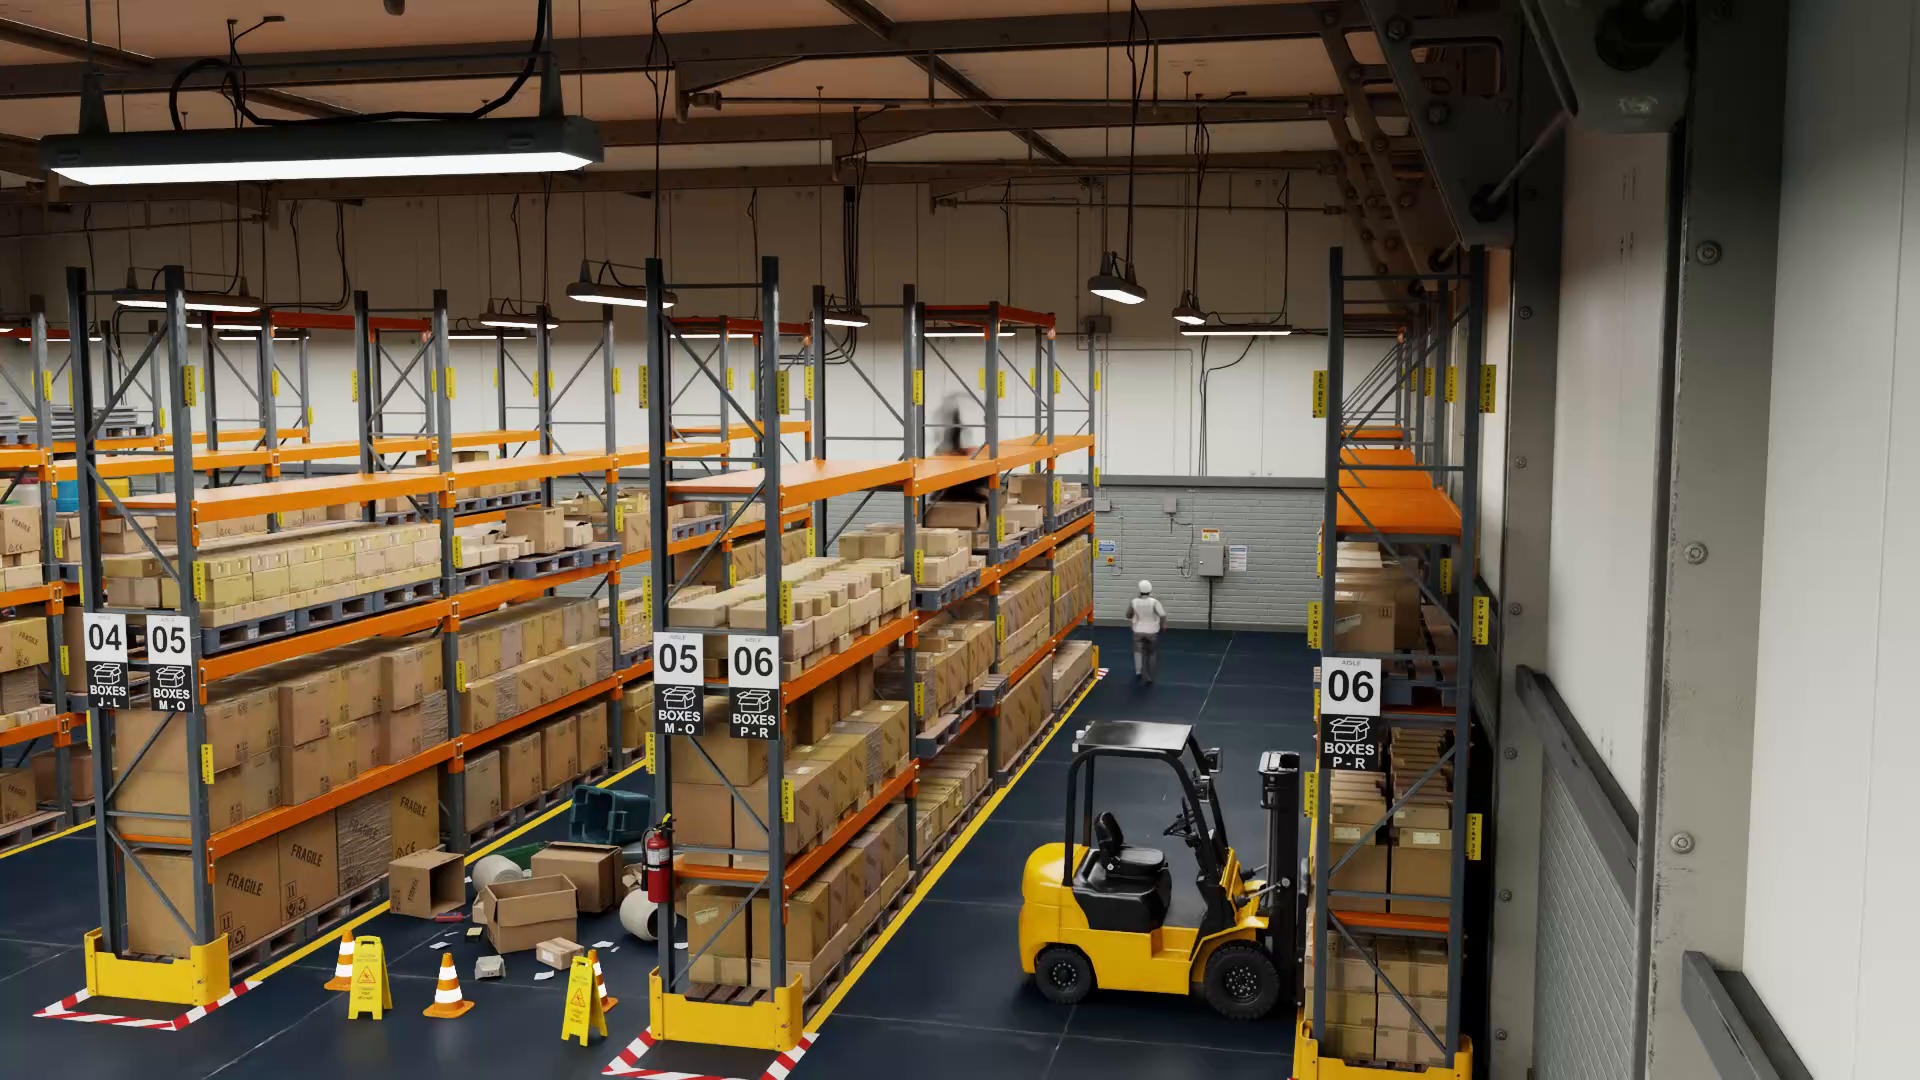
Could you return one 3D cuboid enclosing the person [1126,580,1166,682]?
[{"bbox_3d":[3.080,1.513,27.470,0.687,1.744,0.895,1,6,14],"label":"person"}]

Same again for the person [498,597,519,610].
[{"bbox_3d":[-7.097,1.648,26.305,0.681,1.828,0.673,1,6,12],"label":"person"}]
